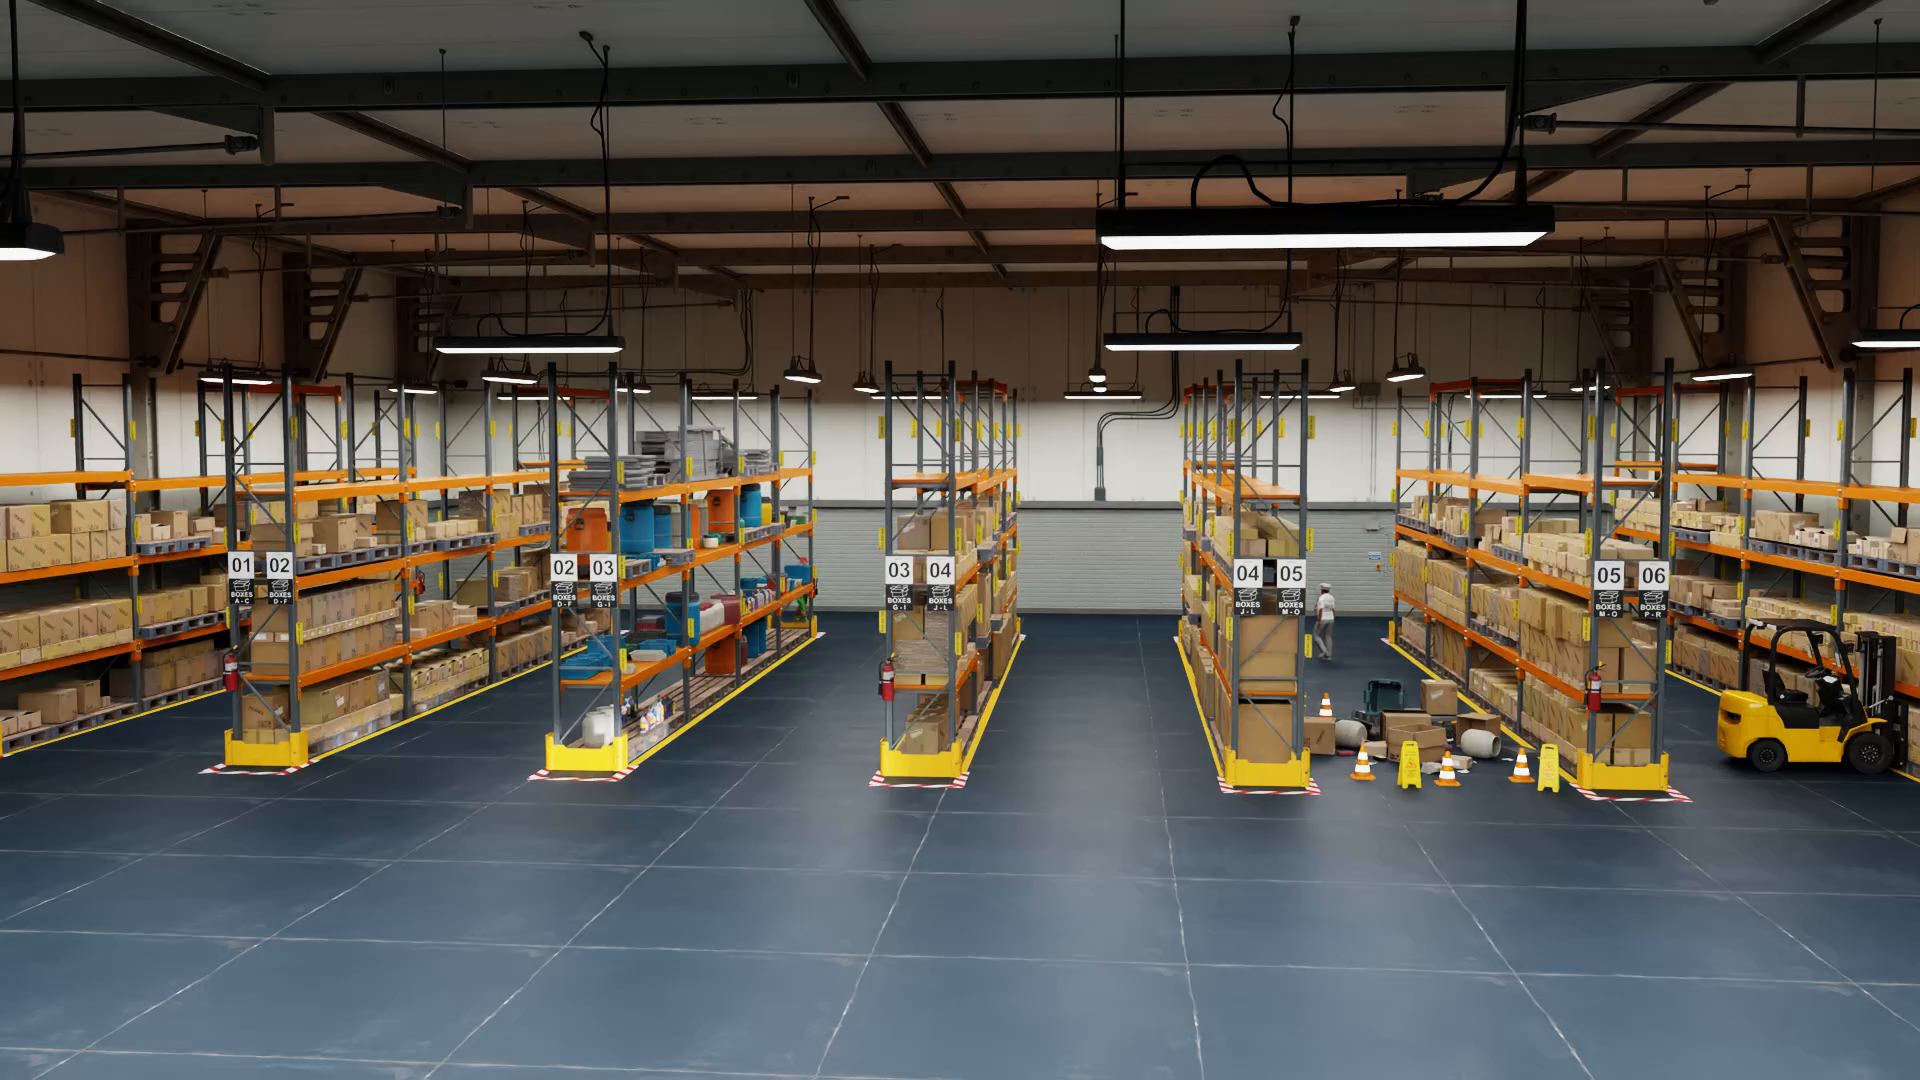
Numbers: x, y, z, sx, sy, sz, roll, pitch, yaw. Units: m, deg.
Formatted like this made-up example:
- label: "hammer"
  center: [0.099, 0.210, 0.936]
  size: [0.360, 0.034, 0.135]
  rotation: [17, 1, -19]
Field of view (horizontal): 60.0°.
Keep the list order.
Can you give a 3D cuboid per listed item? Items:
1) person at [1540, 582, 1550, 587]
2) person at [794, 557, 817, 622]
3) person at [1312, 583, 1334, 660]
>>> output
- label: "person"
  center: [13.116, 1.717, 37.307]
  size: [0.517, 1.694, 0.370]
  rotation: [-4, 5, -44]
- label: "person"
  center: [-4.001, 1.303, 42.669]
  size: [0.552, 1.715, 1.106]
  rotation: [-3, 5, -36]
- label: "person"
  center: [7.978, 1.777, 36.282]
  size: [0.503, 1.681, 0.444]
  rotation: [-2, 4, -32]
